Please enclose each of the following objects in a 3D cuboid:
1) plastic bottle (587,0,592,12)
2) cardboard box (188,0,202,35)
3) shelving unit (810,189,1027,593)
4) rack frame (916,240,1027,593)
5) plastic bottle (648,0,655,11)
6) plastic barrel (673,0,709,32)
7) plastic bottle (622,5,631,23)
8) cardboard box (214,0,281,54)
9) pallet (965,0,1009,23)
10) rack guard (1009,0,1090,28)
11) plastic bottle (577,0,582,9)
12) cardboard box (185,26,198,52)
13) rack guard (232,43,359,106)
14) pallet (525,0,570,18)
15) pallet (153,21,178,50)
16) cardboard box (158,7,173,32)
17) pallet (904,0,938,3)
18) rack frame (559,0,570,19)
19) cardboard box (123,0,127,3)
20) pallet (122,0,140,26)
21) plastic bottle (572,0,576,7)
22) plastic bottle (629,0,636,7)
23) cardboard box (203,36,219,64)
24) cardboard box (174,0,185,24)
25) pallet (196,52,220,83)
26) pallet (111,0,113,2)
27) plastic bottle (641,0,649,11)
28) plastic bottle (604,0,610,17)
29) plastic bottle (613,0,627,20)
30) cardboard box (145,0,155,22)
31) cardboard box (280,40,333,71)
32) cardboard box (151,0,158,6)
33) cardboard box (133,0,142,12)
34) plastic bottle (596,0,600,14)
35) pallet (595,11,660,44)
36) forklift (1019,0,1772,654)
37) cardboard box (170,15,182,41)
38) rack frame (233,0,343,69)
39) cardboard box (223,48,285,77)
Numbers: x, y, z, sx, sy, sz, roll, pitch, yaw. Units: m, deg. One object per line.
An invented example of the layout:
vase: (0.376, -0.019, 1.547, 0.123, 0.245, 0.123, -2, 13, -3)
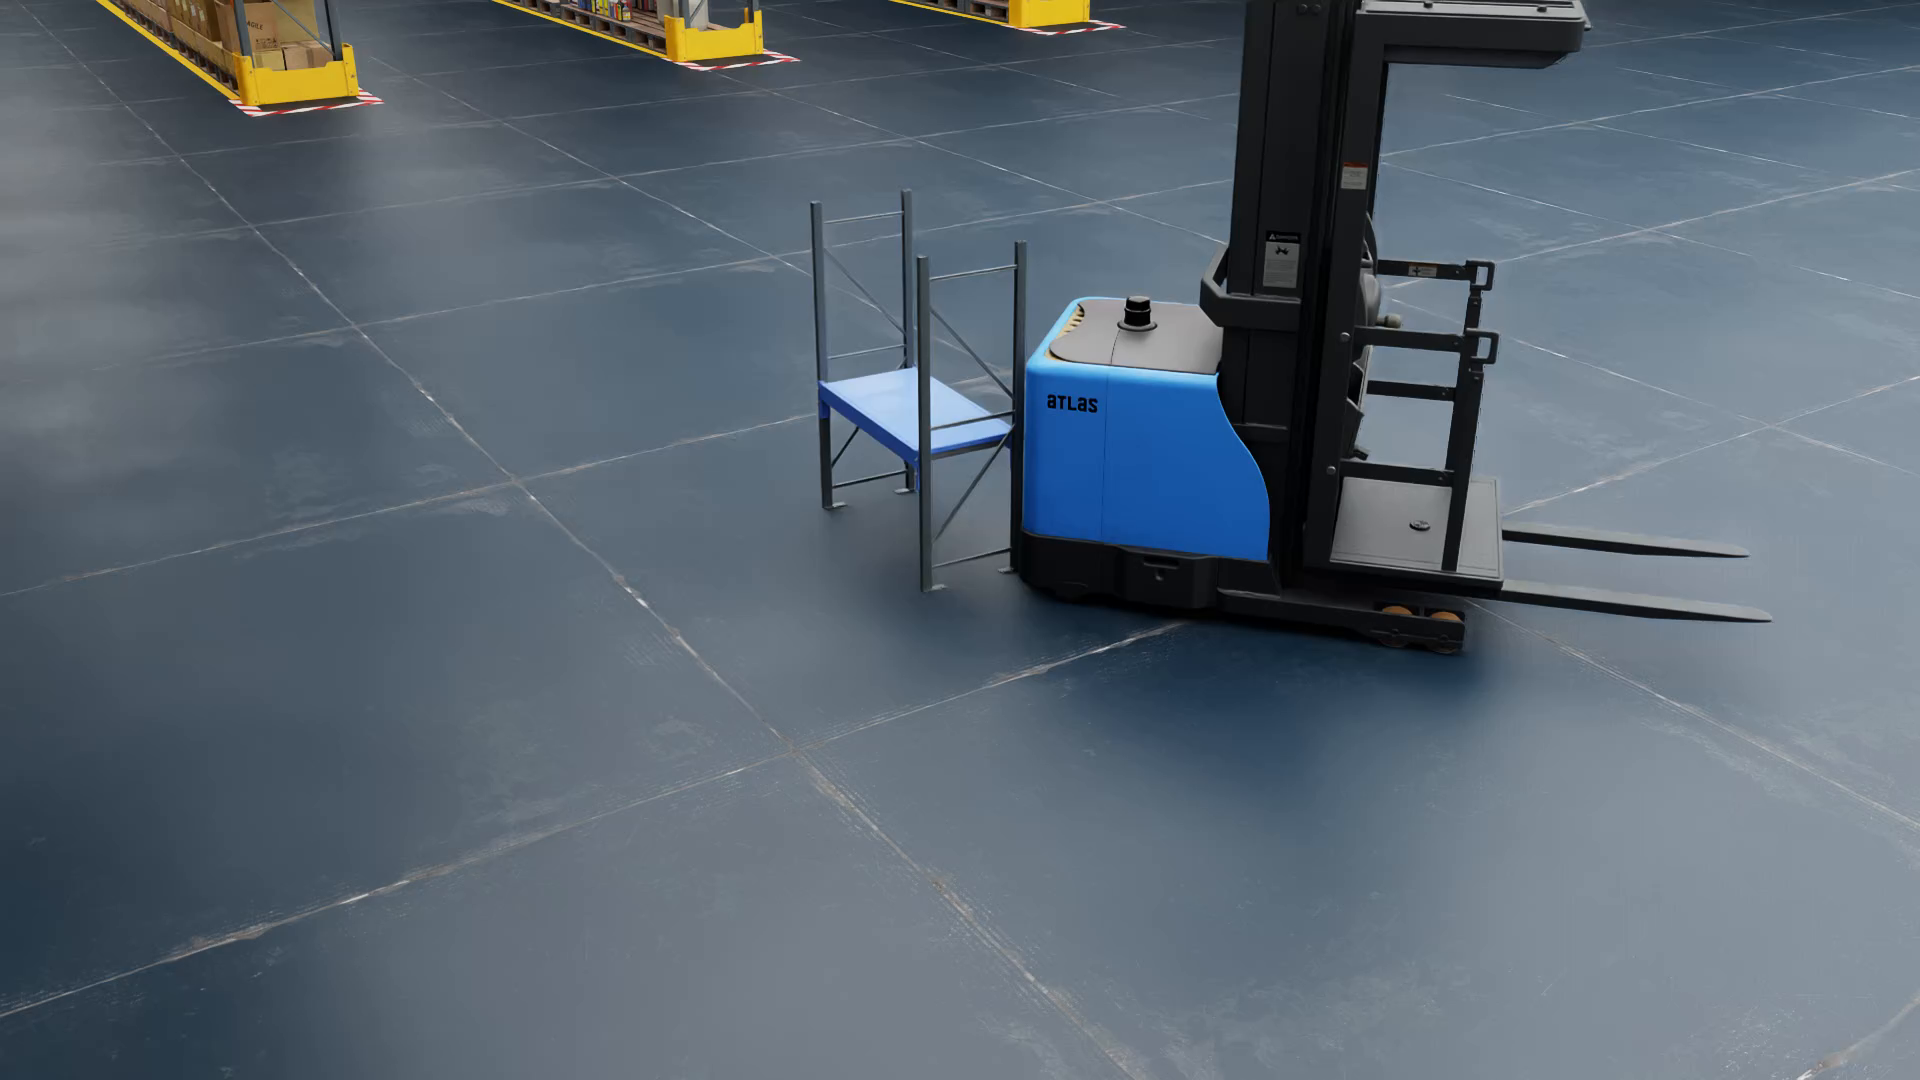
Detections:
plastic bottle: (-4.878, -7.210, 22.097, 0.144, 0.351, 0.185, -17, 30, -32)
cardboard box: (-8.415, -6.020, 18.838, 0.500, 0.500, 0.500, -16, 29, -30)
shelving unit: (-0.197, -0.692, 7.459, 0.538, 1.500, 1.048, -13, 28, -26)
rack frame: (0.051, -0.503, 7.058, 0.500, 1.500, 0.032, -13, 28, -26)
plastic bottle: (-4.115, -7.223, 22.212, 0.152, 0.276, 0.135, -15, 29, -29)
plastic barrel: (-3.314, -6.514, 20.457, 0.421, 0.512, 0.421, 0, 25, 0)
plastic bottle: (-4.261, -6.719, 21.233, 0.097, 0.201, 0.097, 0, 25, 0)
cardboard box: (-7.585, -5.486, 17.708, 0.500, 0.500, 0.500, -16, 29, -30)
pallet: (0.804, -7.450, 23.285, 1.003, 0.211, 1.213, -16, 29, -30)
rack guard: (1.218, -7.282, 22.591, 1.175, 0.500, 0.348, -16, 29, -30)
plastic bottle: (-5.068, -7.304, 22.383, 0.152, 0.276, 0.135, -14, 29, -28)
cardboard box: (-8.690, -5.859, 19.376, 0.500, 0.250, 0.500, -16, 29, -30)
rack guard: (-7.030, -4.939, 17.627, 1.175, 0.500, 0.348, -16, 29, -30)
pallet: (-5.535, -7.673, 23.756, 1.003, 0.211, 1.213, -16, 29, -30)
pallet: (-9.661, -6.502, 21.277, 1.003, 0.211, 1.213, -16, 29, -30)
cardboard box: (-9.696, -6.536, 20.811, 0.500, 0.250, 0.500, -16, 30, -30)
pallet: (-0.528, -8.323, 25.134, 1.003, 0.211, 1.213, -16, 29, -30)
rack frame: (-5.074, -8.662, 22.585, 1.000, 3.000, 0.127, -16, 29, -30)
cardboard box: (-11.370, -7.630, 23.129, 0.500, 0.250, 0.500, -16, 29, -30)
pallet: (-10.993, -7.375, 23.125, 1.003, 0.211, 1.213, -16, 29, -30)
plastic bottle: (-5.212, -7.343, 22.554, 0.097, 0.201, 0.097, 0, 25, 0)
plastic bottle: (-4.487, -7.354, 22.489, 0.152, 0.276, 0.135, -16, 29, -30)
cardboard box: (-8.141, -5.502, 18.620, 0.500, 0.250, 0.500, -16, 29, -30)
cardboard box: (-8.956, -6.379, 19.599, 0.500, 0.500, 0.500, -16, 29, -30)
pallet: (-8.157, -5.517, 19.189, 1.003, 0.211, 1.213, -16, 29, -30)
pallet: (-12.448, -8.390, 25.276, 1.003, 0.211, 1.213, -16, 29, -30)
plastic bottle: (-4.204, -7.201, 22.157, 0.061, 0.283, 0.133, -16, 29, -30)
plastic bottle: (-4.545, -6.992, 21.634, 0.144, 0.351, 0.185, -14, 29, -27)
plastic bottle: (-4.375, -6.850, 21.421, 0.152, 0.276, 0.135, -15, 29, -29)
cardboard box: (-10.250, -6.900, 21.582, 0.500, 0.250, 0.500, -15, 29, -28)
cardboard box: (-7.149, -5.268, 18.125, 0.500, 0.250, 0.500, -16, 29, -30)
cardboard box: (-9.977, -6.972, 21.077, 0.500, 0.311, 0.500, -15, 29, -28)
cardboard box: (-10.806, -7.266, 22.357, 0.500, 0.250, 0.500, -16, 30, -31)
plastic bottle: (-4.743, -7.036, 21.903, 0.097, 0.201, 0.097, 0, 25, 0)
pallet: (-4.072, -6.714, 21.726, 1.003, 0.211, 1.213, -16, 29, -30)
forklift: (1.832, -1.116, 6.680, 3.031, 2.935, 1.130, 7, 26, 14)
cardboard box: (-9.227, -6.219, 20.139, 0.500, 0.250, 0.500, -16, 29, -30)
rack frame: (-7.043, -6.078, 17.112, 1.000, 3.000, 0.127, -16, 29, -30)
cardboard box: (-7.583, -5.148, 17.870, 0.500, 0.250, 0.500, -16, 29, -30)
